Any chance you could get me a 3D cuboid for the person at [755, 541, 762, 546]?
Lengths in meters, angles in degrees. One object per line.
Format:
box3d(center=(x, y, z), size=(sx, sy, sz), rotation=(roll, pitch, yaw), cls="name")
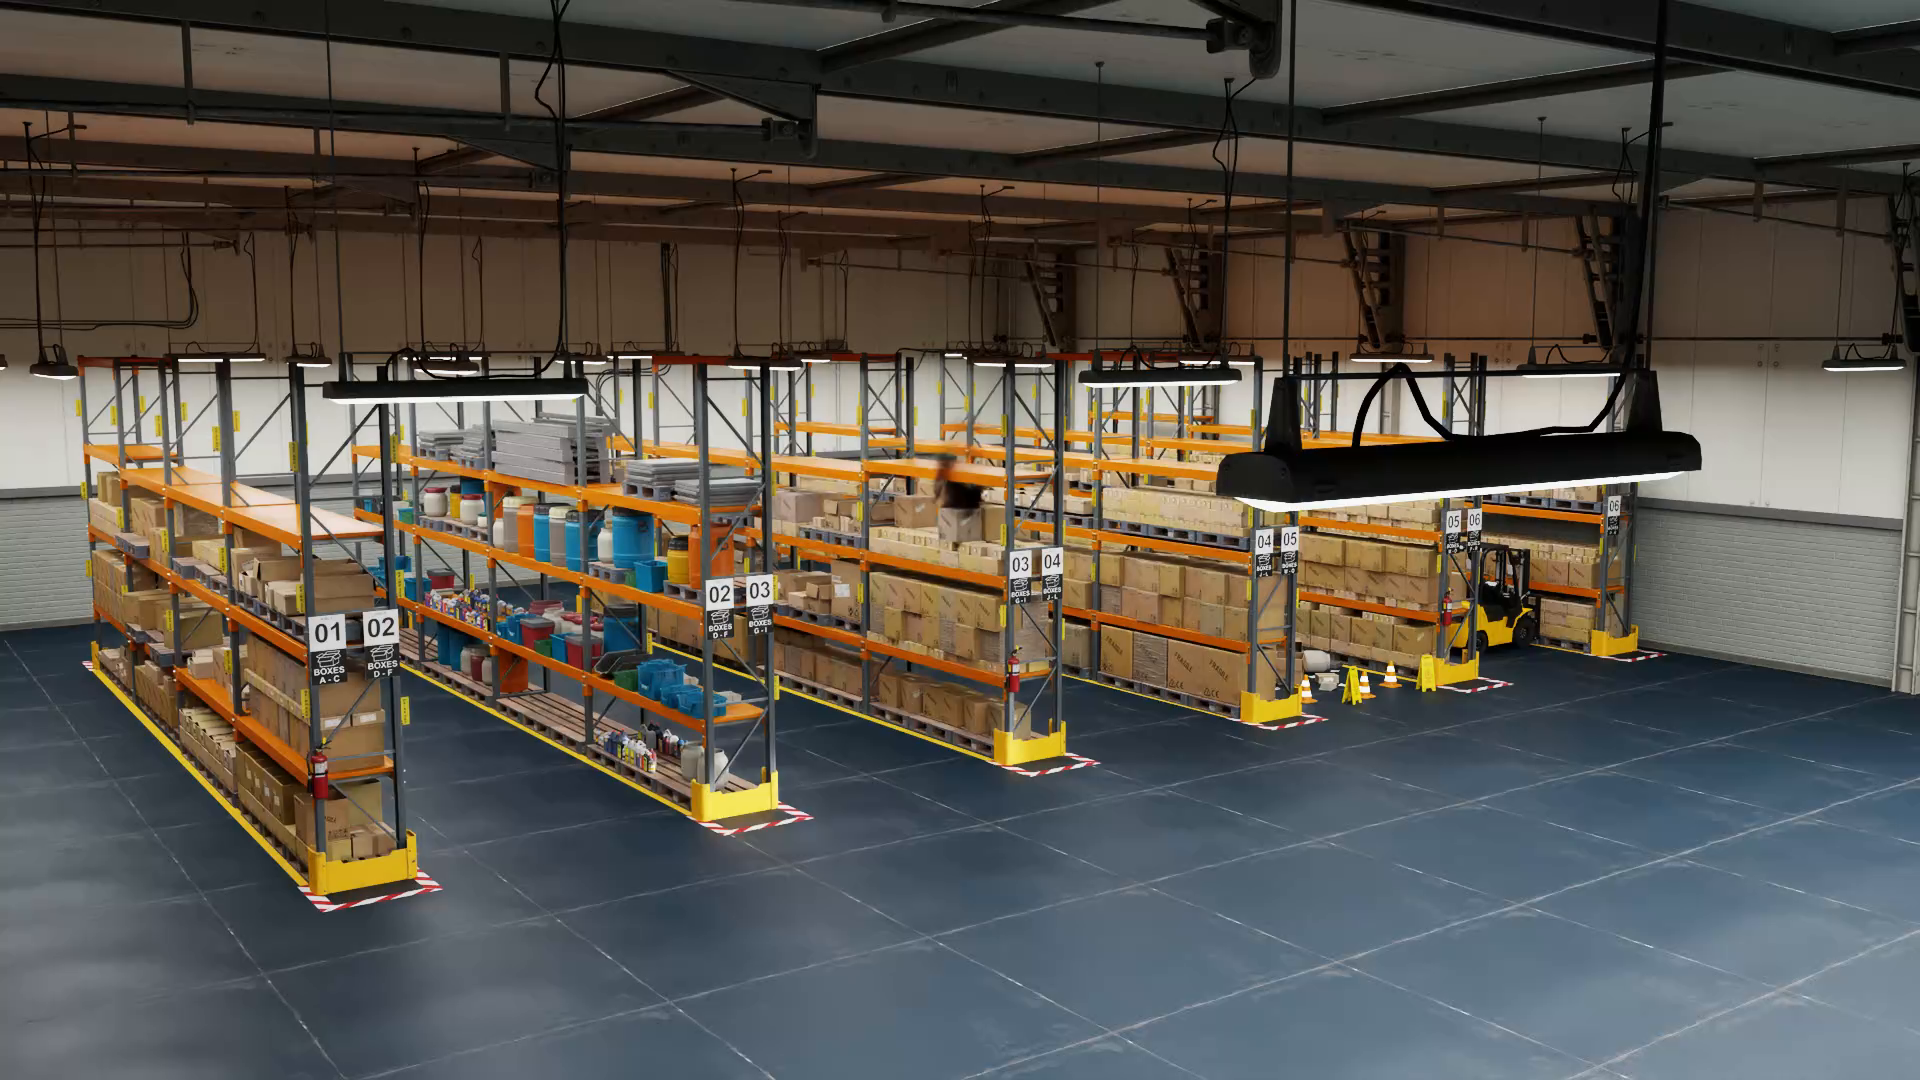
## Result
box3d(center=(-4.740, 0.831, 38.611), size=(0.745, 1.656, 0.576), rotation=(-3, 8, -26), cls="person")
